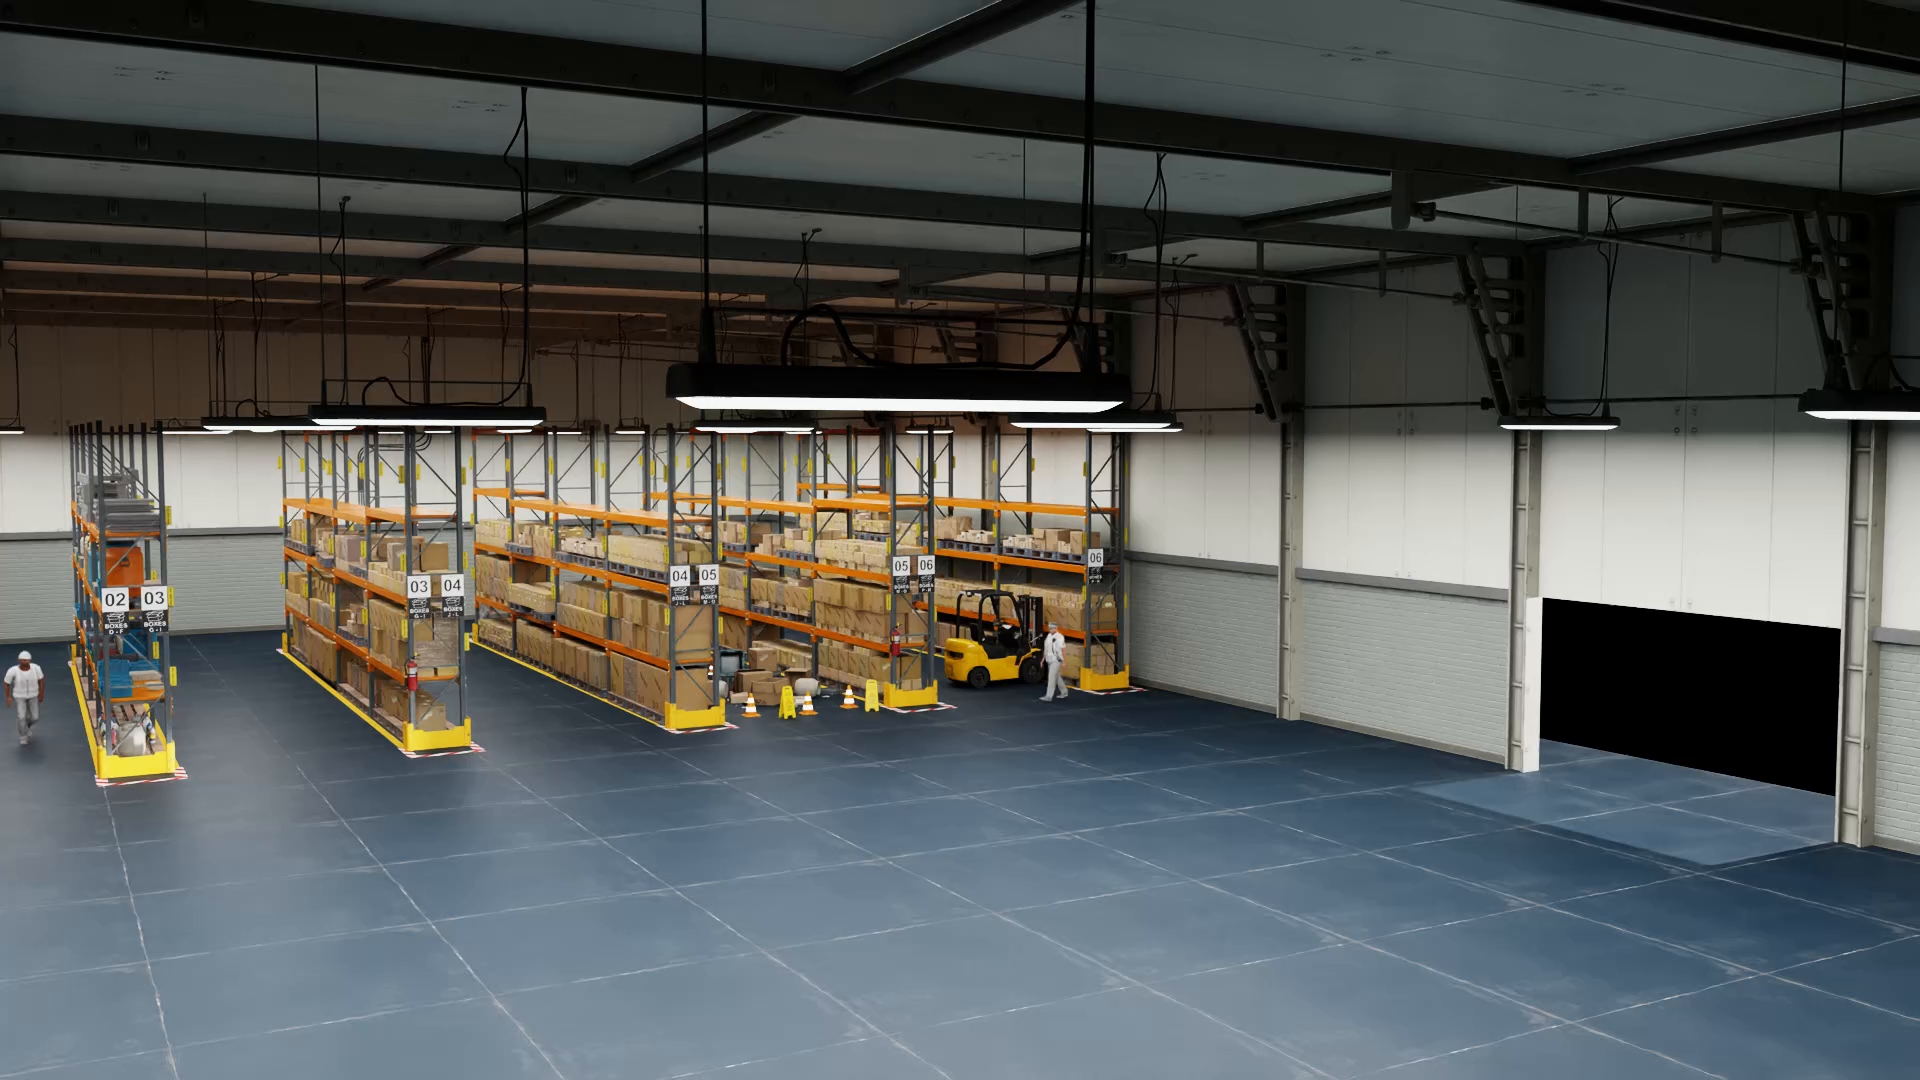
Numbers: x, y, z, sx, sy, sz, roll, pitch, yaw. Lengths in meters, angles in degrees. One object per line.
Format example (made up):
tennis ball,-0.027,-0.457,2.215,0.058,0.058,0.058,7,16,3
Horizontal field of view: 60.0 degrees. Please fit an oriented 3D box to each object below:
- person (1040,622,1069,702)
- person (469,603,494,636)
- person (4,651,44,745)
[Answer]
person,2.032,2.631,36.178,0.882,1.728,0.544,-2,4,-26
person,-13.689,2.002,47.827,1.023,1.508,0.393,-3,5,-40
person,-17.530,2.934,31.140,0.659,1.744,0.656,-3,5,-42
